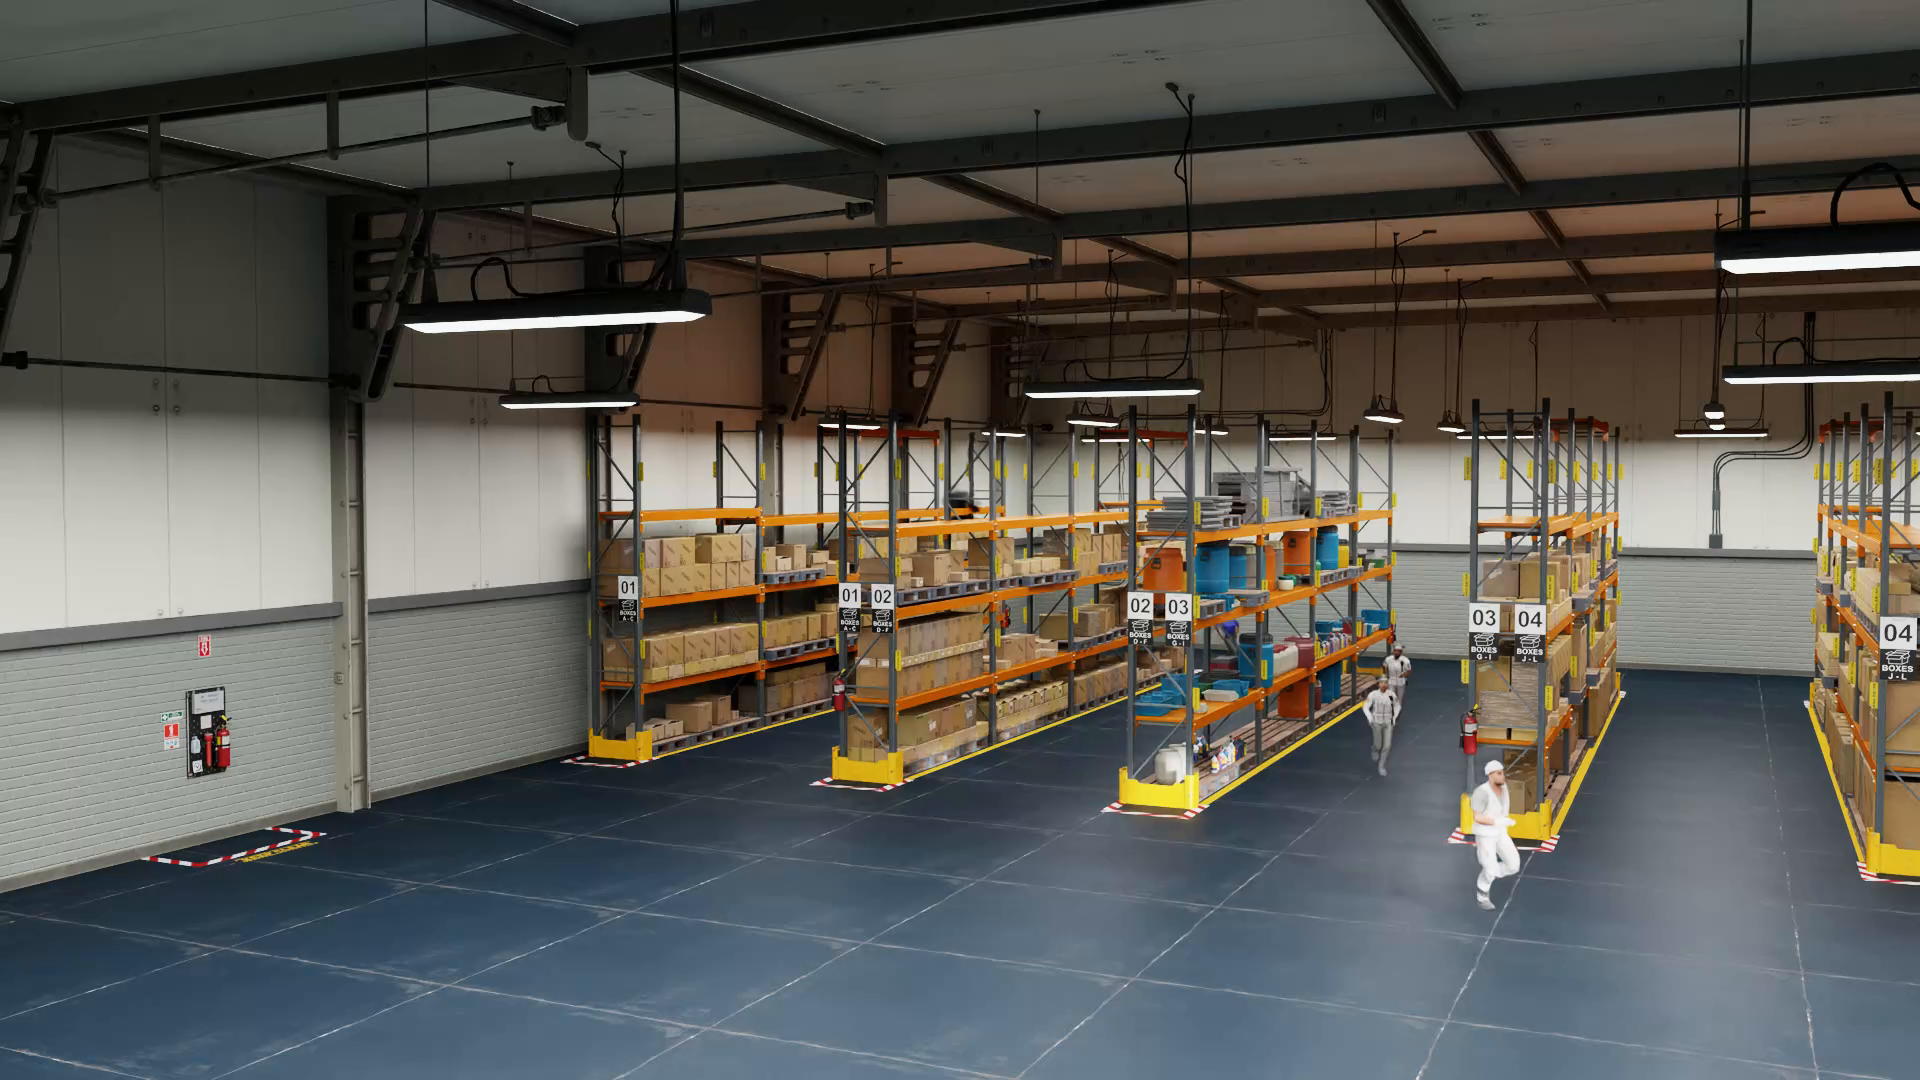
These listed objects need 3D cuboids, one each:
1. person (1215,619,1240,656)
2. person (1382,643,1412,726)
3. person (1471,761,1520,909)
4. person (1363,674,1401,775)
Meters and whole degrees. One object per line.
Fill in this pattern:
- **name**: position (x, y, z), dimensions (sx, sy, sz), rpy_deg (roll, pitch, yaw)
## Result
- **person**: position (6.760, 2.487, 41.632), dimensions (0.685, 1.609, 0.963), rpy_deg (-1, 3, -26)
- **person**: position (8.512, 2.828, 32.413), dimensions (0.567, 1.667, 0.690), rpy_deg (1, 2, 15)
- **person**: position (6.081, 3.353, 18.818), dimensions (0.707, 1.726, 0.657), rpy_deg (-1, 3, -29)
- **person**: position (7.037, 3.051, 27.708), dimensions (0.626, 1.671, 0.588), rpy_deg (0, 2, 4)
